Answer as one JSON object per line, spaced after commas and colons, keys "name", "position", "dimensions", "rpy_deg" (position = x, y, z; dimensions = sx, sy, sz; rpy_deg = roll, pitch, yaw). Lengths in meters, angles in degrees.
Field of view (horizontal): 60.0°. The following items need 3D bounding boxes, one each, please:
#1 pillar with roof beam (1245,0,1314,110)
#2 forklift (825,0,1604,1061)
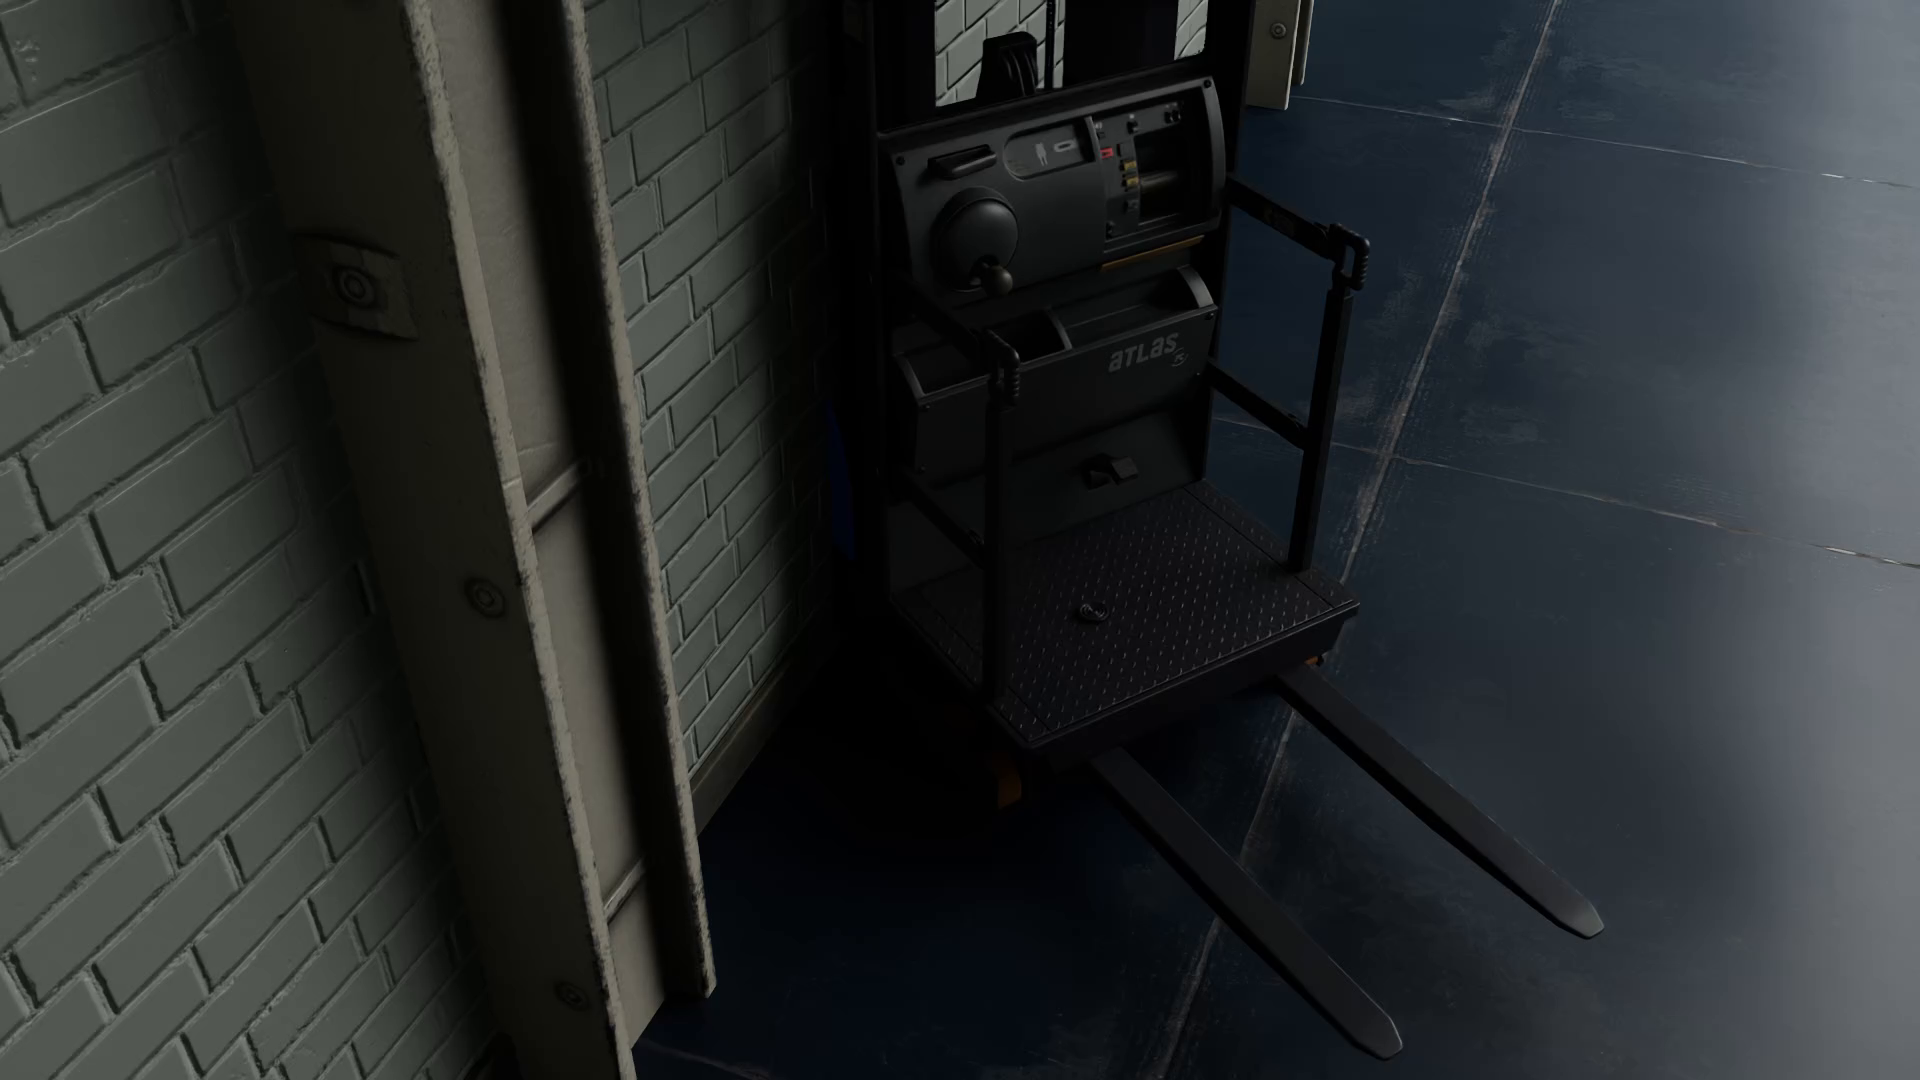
{"name": "pillar with roof beam", "position": [5.483, -4.843, 4.212], "dimensions": [9.100, 9.000, 0.400], "rpy_deg": [14, 39, 18]}
{"name": "forklift", "position": [0.367, -0.795, 3.866], "dimensions": [1.130, 2.935, 3.031], "rpy_deg": [-20, 41, -25]}
